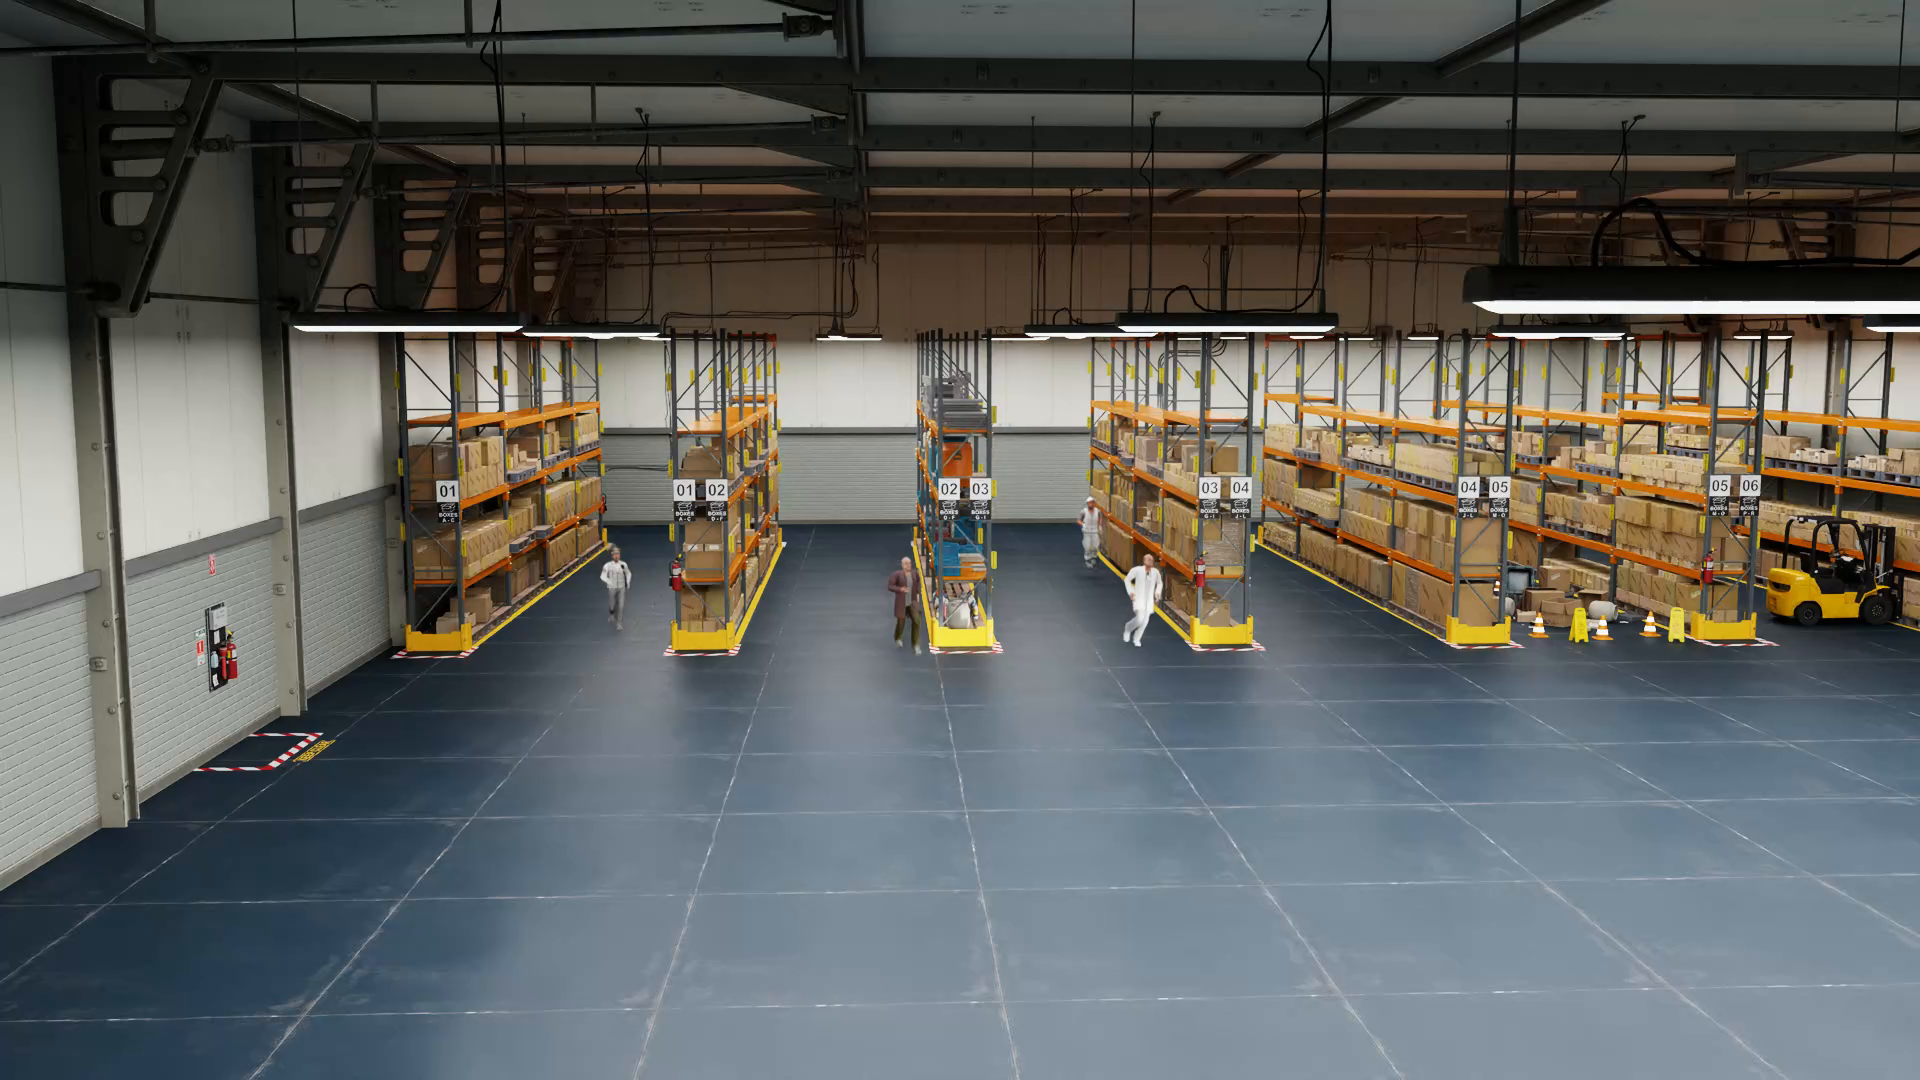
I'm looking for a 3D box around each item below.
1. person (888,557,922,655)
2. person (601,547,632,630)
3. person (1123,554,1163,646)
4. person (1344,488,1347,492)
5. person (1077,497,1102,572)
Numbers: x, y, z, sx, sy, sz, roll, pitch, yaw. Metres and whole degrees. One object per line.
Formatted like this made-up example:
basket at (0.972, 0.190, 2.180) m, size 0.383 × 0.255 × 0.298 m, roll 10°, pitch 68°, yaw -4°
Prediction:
person at (-1.026, 1.213, 30.974) m, size 0.727 × 1.823 × 0.941 m, roll -3°, pitch 7°, yaw -21°
person at (-6.900, 0.962, 33.467) m, size 0.620 × 1.650 × 0.652 m, roll -2°, pitch 7°, yaw -19°
person at (3.530, 1.137, 31.744) m, size 0.729 × 1.729 × 0.606 m, roll -2°, pitch 7°, yaw -20°
person at (10.801, -0.640, 46.999) m, size 0.663 × 1.686 × 0.538 m, roll -2°, pitch 7°, yaw -14°
person at (3.146, -0.132, 40.046) m, size 0.648 × 1.813 × 0.643 m, roll -1°, pitch 7°, yaw -5°
